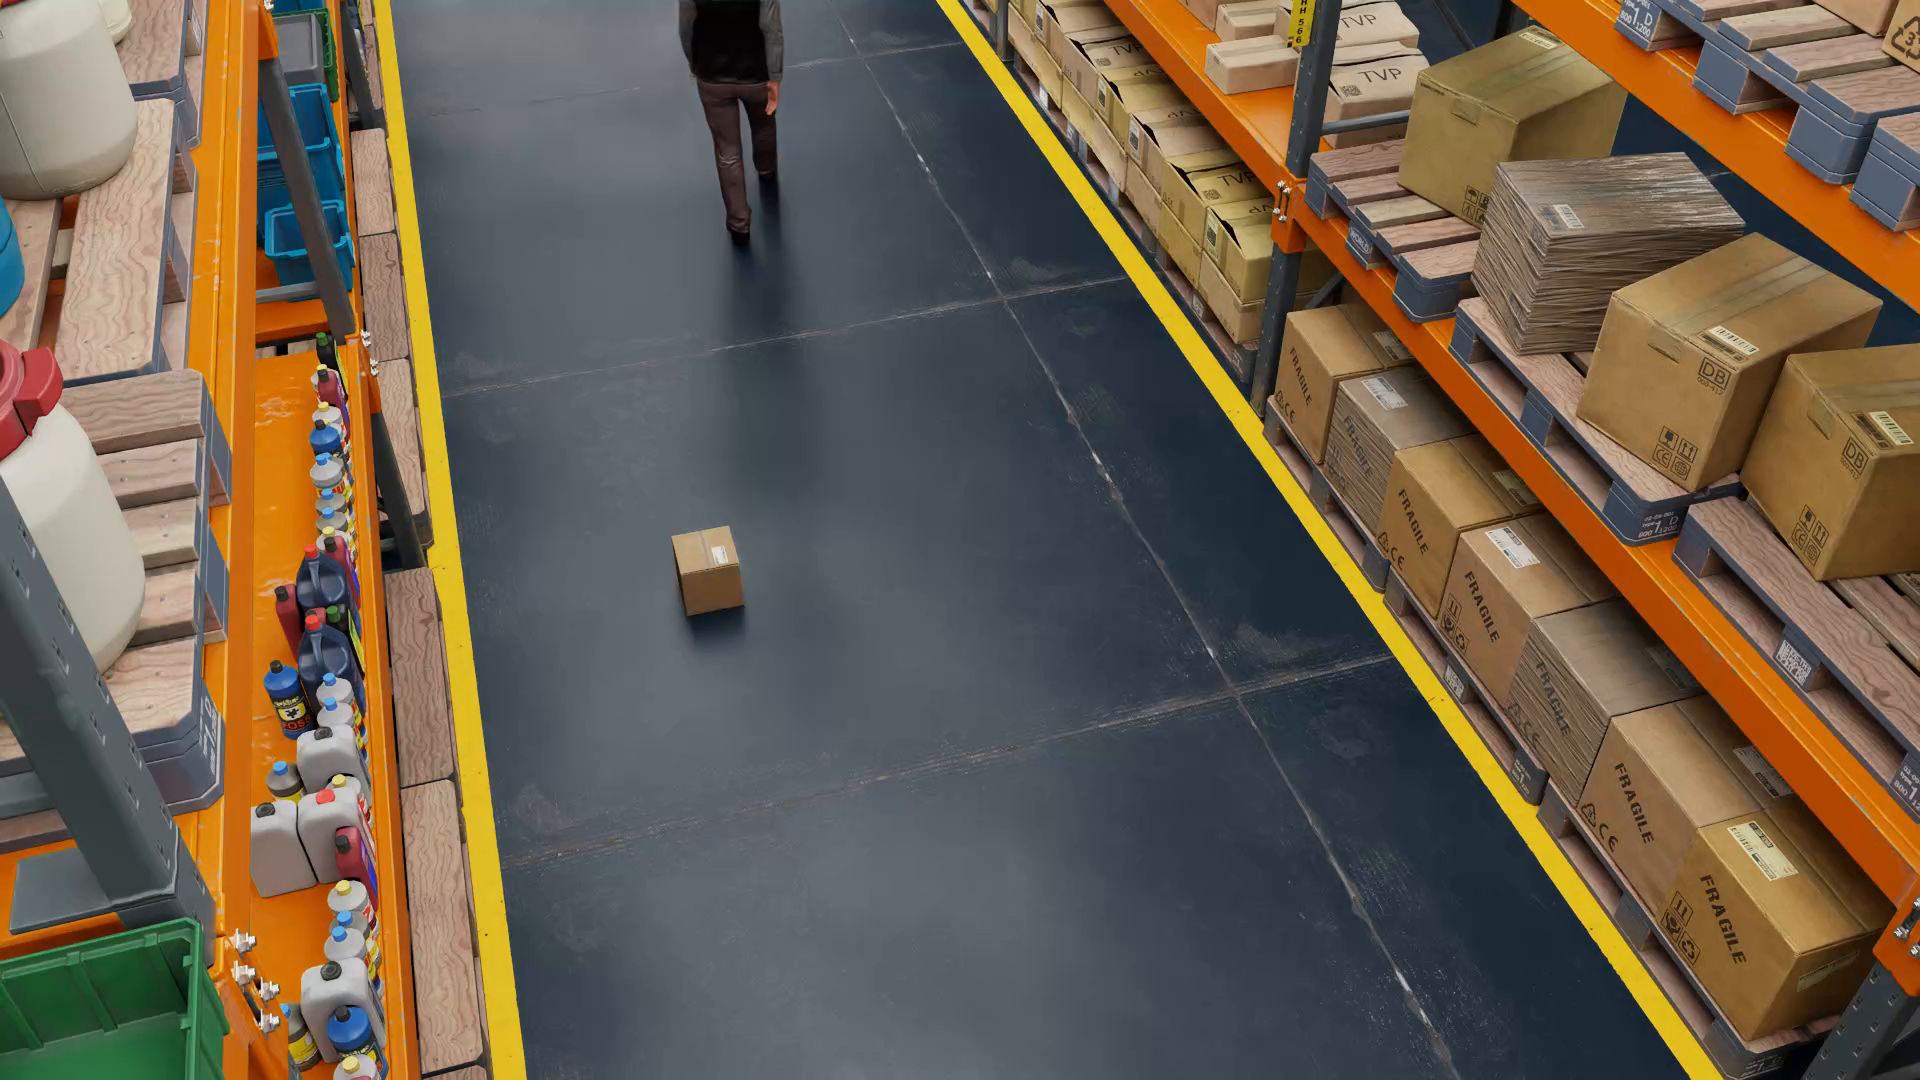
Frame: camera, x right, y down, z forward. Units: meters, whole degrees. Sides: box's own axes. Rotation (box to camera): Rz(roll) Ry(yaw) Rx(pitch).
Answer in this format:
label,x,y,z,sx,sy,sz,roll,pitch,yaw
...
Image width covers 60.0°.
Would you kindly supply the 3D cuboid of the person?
label,x,y,z,sx,sy,sz,roll,pitch,yaw
person,-1.229,-2.574,9.022,0.543,1.671,0.969,-6,42,-7
